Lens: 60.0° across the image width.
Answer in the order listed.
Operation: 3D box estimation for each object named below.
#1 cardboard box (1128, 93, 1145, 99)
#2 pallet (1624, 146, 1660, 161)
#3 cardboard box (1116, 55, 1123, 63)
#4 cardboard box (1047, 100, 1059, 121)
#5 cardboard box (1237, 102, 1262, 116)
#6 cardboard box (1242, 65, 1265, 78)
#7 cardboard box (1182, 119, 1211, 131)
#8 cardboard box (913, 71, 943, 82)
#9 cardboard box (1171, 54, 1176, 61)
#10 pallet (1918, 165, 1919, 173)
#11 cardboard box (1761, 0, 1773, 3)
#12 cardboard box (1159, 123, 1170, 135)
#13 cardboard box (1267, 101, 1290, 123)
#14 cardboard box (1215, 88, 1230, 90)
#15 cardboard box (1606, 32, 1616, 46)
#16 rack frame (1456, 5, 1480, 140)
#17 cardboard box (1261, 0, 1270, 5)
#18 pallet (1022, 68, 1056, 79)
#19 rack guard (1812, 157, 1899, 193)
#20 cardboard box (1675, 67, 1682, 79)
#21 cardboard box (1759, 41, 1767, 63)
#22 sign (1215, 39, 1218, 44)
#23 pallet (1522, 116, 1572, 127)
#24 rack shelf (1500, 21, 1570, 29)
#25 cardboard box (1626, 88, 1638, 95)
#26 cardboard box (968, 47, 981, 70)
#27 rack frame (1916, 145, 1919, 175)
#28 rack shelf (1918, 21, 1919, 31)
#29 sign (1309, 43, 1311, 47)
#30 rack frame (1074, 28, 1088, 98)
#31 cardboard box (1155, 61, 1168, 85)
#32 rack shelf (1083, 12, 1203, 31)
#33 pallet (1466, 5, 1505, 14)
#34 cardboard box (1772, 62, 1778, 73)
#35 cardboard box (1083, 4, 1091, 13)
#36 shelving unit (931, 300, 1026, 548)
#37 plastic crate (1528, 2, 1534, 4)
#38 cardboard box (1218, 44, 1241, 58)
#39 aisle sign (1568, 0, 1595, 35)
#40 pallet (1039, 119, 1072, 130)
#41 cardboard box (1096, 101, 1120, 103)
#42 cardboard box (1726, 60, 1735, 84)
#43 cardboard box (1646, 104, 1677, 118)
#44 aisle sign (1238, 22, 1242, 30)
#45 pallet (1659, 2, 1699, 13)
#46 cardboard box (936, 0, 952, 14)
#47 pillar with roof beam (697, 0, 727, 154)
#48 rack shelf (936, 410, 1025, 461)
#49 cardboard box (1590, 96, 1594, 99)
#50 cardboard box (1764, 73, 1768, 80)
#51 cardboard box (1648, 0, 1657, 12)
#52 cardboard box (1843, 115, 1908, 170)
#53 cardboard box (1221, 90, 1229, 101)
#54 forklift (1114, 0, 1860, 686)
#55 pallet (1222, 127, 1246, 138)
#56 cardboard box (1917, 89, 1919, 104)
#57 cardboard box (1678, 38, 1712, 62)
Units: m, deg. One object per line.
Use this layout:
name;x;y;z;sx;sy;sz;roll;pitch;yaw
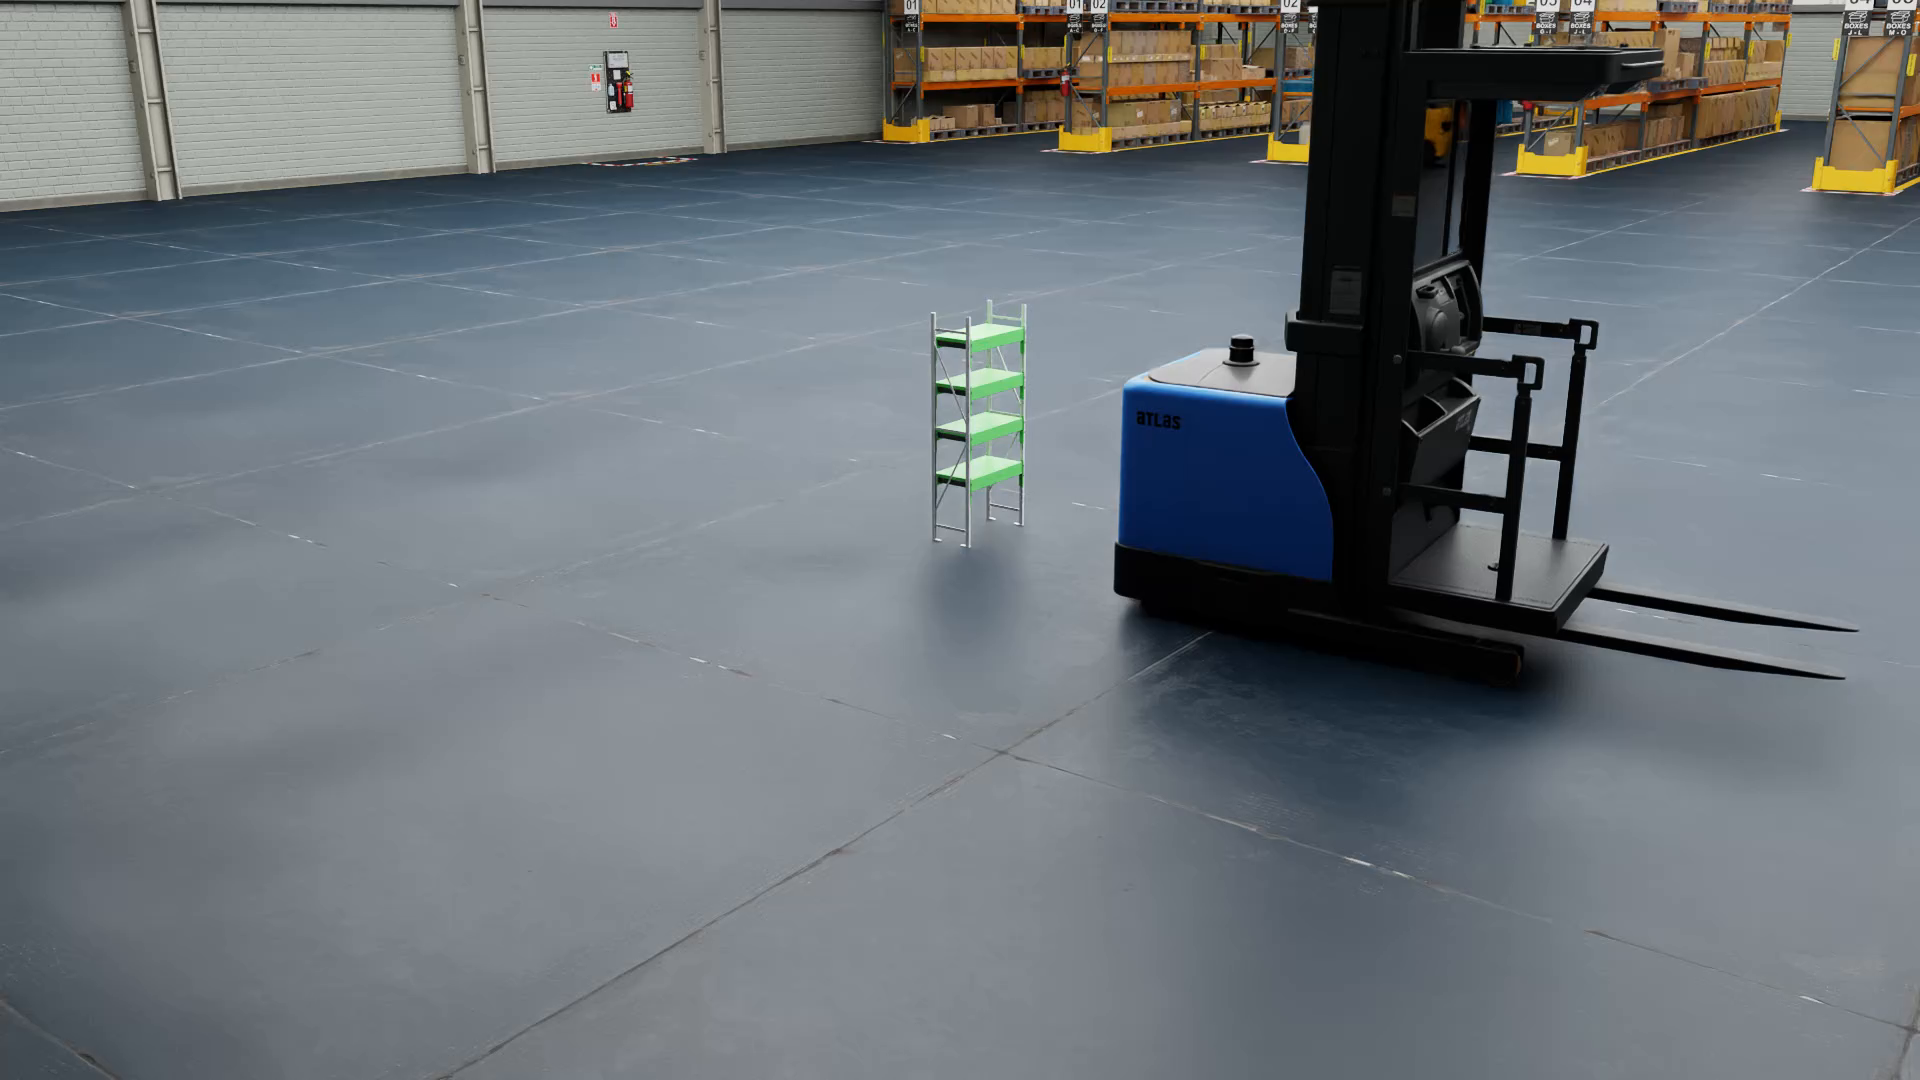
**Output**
cardboard box;4.546;-12.111;45.601;0.750;0.750;0.750;12;21;34
pallet;13.489;-7.853;33.675;1.003;0.211;1.213;12;21;35
cardboard box;3.252;-10.274;35.506;0.380;0.149;0.250;12;21;33
cardboard box;2.122;-11.065;42.791;0.700;0.500;0.500;13;21;35
cardboard box;7.038;-10.565;40.689;0.500;0.311;0.500;12;21;34
cardboard box;7.205;-11.581;41.130;0.500;0.311;0.500;14;22;38
cardboard box;5.512;-9.690;38.817;0.500;0.250;0.500;12;21;33
cardboard box;-0.745;-10.670;38.264;0.500;0.250;0.500;12;21;33
cardboard box;4.624;-10.821;37.269;0.380;0.149;0.250;12;21;35
pallet;17.349;-6.963;30.811;1.003;0.211;1.213;12;21;35
cardboard box;18.961;-13.056;39.627;0.700;0.500;0.500;14;22;37
cardboard box;4.380;-9.249;37.399;0.500;0.250;0.500;12;21;35
cardboard box;7.957;-10.777;41.863;0.500;0.500;0.500;14;22;37
cardboard box;7.824;-13.491;49.542;0.380;0.149;0.250;13;22;36
cardboard box;11.493;-8.914;30.034;0.500;0.500;0.500;12;21;35
rack frame;11.432;-10.827;38.549;1.000;3.000;0.127;12;21;35
cardboard box;7.231;-13.146;40.506;0.500;0.250;0.500;11;20;31
pallet;1.665;-11.689;41.651;1.003;0.211;1.213;12;21;35
rack guard;14.552;-5.946;27.048;1.175;0.500;0.348;12;21;35
cardboard box;14.633;-9.643;34.256;0.396;0.266;0.258;12;21;33
cardboard box;18.890;-11.642;39.663;0.500;0.500;0.500;12;21;33
sign;7.800;-15.033;50.503;0.100;0.325;0.005;12;21;35
pallet;15.676;-11.211;44.488;1.003;0.211;1.213;12;21;35
rack shelf;15.007;-13.345;42.813;1.077;0.370;4.000;12;21;35
cardboard box;12.721;-8.589;31.769;0.380;0.149;0.250;12;21;35
cardboard box;0.148;-11.391;39.323;0.500;0.500;0.500;13;22;36
rack frame;16.950;-8.098;29.763;1.000;3.000;0.127;12;21;35
rack shelf;18.141;-9.663;30.959;1.077;0.370;4.000;12;21;35
sign;9.399;-13.163;44.613;0.100;0.325;0.005;12;21;35
rack frame;3.476;-12.577;44.187;1.000;3.000;0.127;12;21;35
cardboard box;4.203;-10.445;37.153;0.700;0.500;0.500;13;21;35
rack shelf;3.881;-11.363;36.431;1.077;0.370;4.000;12;21;35
pallet;11.966;-12.334;38.663;1.003;0.211;1.213;12;21;35
cardboard box;19.798;-11.644;40.934;0.500;0.250;0.500;12;21;34
cardboard box;3.264;-13.757;43.046;0.500;0.311;0.500;12;21;35
shelving unit;0.099;-0.612;8.693;0.258;1.200;0.503;12;21;35
plastic crate;15.068;-13.820;43.234;0.504;0.338;0.767;12;21;35
cardboard box;7.947;-14.503;49.881;0.980;0.700;0.700;14;22;37
aisle sign;10.847;-9.220;28.991;0.394;0.787;0.004;12;21;35
pallet;2.282;-10.770;43.070;1.003;0.211;1.213;12;21;35
cardboard box;3.354;-9.464;36.825;0.500;0.500;0.500;12;21;35
cardboard box;17.128;-10.550;37.490;0.500;0.500;0.500;12;21;34
cardboard box;14.727;-9.033;34.982;0.500;0.250;0.500;16;23;41
aisle sign;8.526;-15.688;49.821;0.394;0.787;0.004;12;21;35
pallet;14.095;-10.717;33.456;1.213;0.211;1.003;12;21;35
cardboard box;-0.542;-12.319;38.094;0.500;0.500;0.500;14;22;38
pillar with roof beam;-1.686;-11.667;31.139;9.100;9.000;0.400;12;21;35
rack shelf;0.099;-0.551;8.712;0.258;0.148;0.480;12;21;35
cardboard box;11.169;-8.008;29.896;0.380;0.149;0.250;12;21;35
cardboard box;19.318;-11.230;40.271;0.380;0.149;0.250;13;21;36
cardboard box;12.965;-10.205;31.742;0.500;0.250;0.500;13;22;37
cardboard box;15.440;-6.714;28.182;0.875;0.875;0.875;12;21;34
cardboard box;7.608;-13.186;49.653;0.700;0.500;0.500;12;21;35
forklift;2.240;-0.981;6.962;3.031;2.935;1.130;10;20;30
pallet;6.207;-9.893;40.243;1.003;0.211;1.213;12;21;35
cardboard box;15.778;-7.693;28.206;0.875;0.550;0.500;12;21;35
cardboard box;15.859;-10.649;36.119;0.797;0.503;0.637;13;22;37
